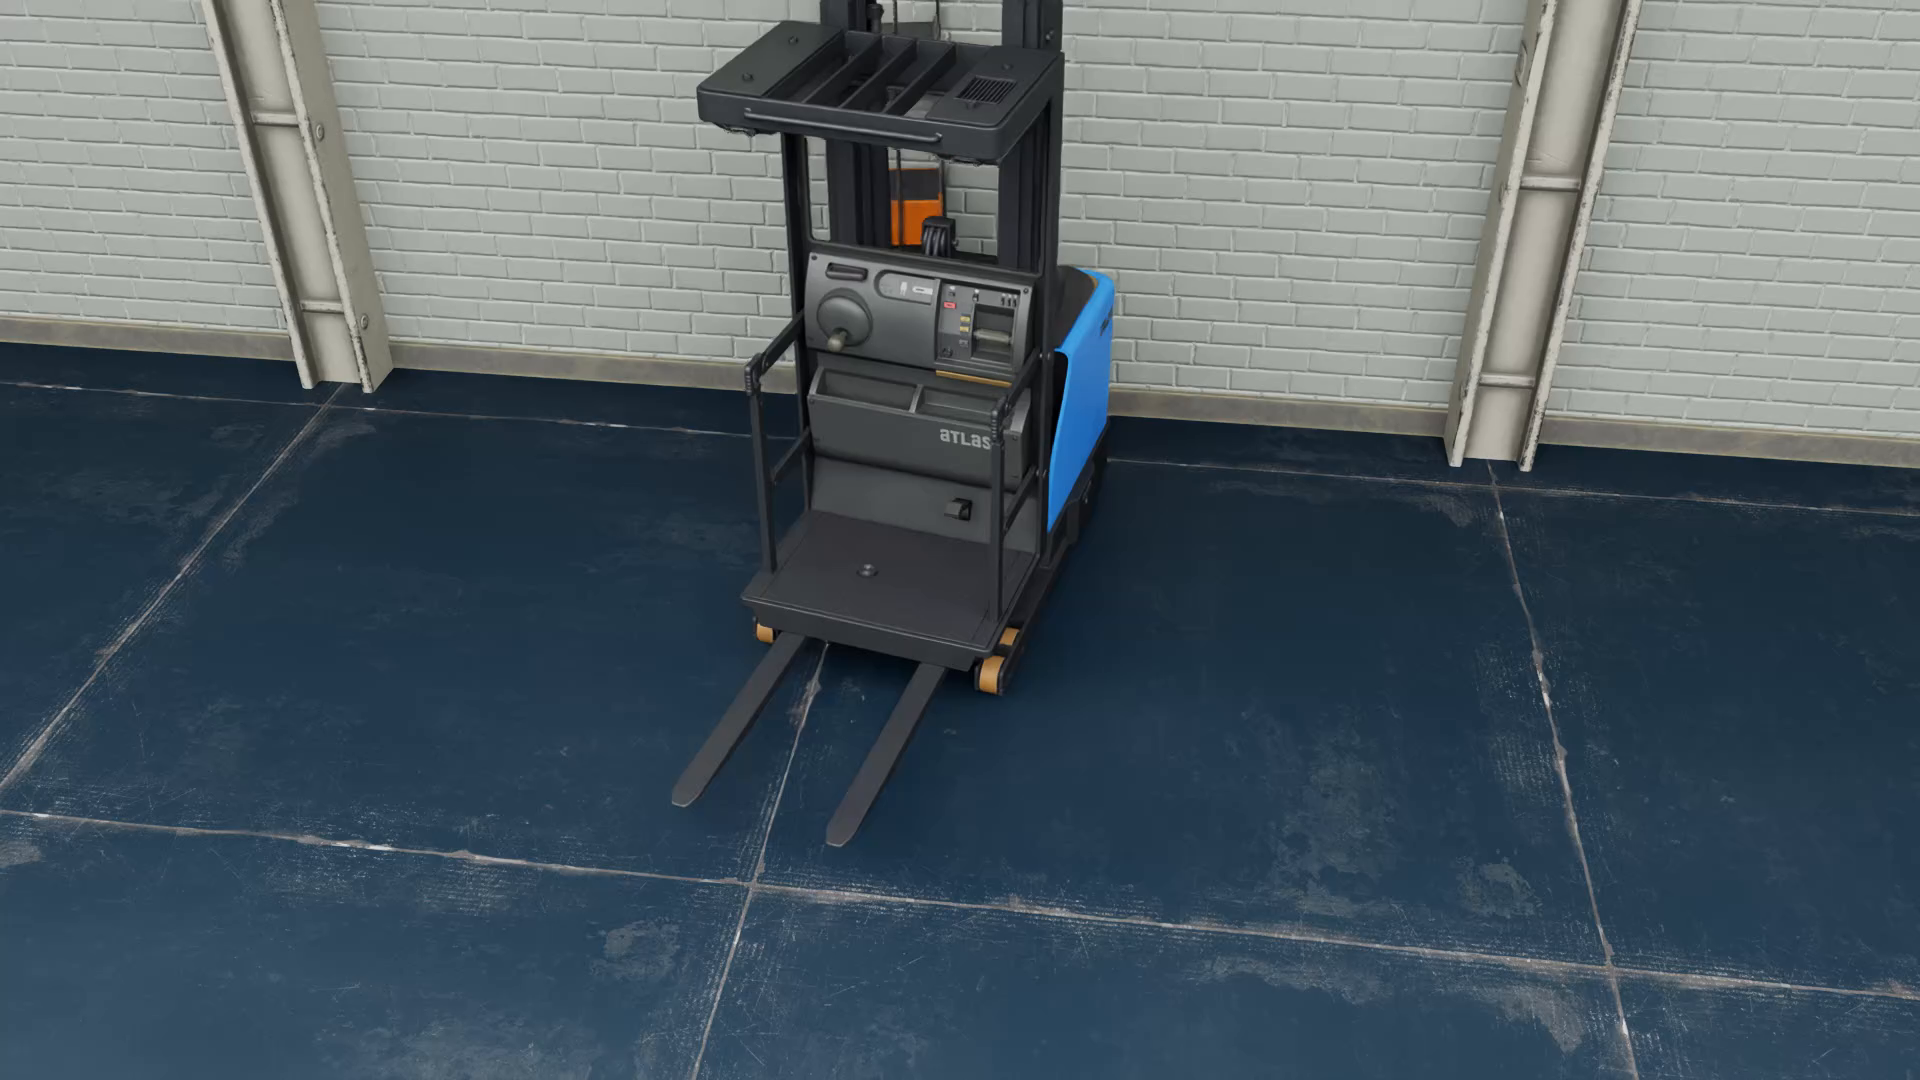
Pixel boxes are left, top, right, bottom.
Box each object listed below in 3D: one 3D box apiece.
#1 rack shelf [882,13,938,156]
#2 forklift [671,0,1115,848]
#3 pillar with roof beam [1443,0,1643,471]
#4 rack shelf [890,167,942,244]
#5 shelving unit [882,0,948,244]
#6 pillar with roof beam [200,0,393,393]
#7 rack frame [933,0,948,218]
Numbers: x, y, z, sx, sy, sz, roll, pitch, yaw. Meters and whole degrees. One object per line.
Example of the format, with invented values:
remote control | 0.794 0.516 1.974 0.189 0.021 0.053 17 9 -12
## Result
rack shelf | -0.337 -2.064 7.555 0.480 0.518 0.431 -1 35 2
forklift | -0.239 -0.825 6.383 1.130 2.935 3.031 11 37 15
pillar with roof beam | 2.101 -1.625 2.281 0.400 9.000 9.100 4 36 6
rack shelf | -0.315 -1.489 7.953 0.480 0.518 0.431 -1 35 2
shelving unit | -0.316 -1.500 7.946 0.503 2.100 0.431 -1 35 2
pillar with roof beam | -3.850 -2.069 2.903 0.400 9.000 9.100 4 36 6
rack frame | -0.072 -1.504 7.938 0.015 2.100 0.400 -1 35 2
